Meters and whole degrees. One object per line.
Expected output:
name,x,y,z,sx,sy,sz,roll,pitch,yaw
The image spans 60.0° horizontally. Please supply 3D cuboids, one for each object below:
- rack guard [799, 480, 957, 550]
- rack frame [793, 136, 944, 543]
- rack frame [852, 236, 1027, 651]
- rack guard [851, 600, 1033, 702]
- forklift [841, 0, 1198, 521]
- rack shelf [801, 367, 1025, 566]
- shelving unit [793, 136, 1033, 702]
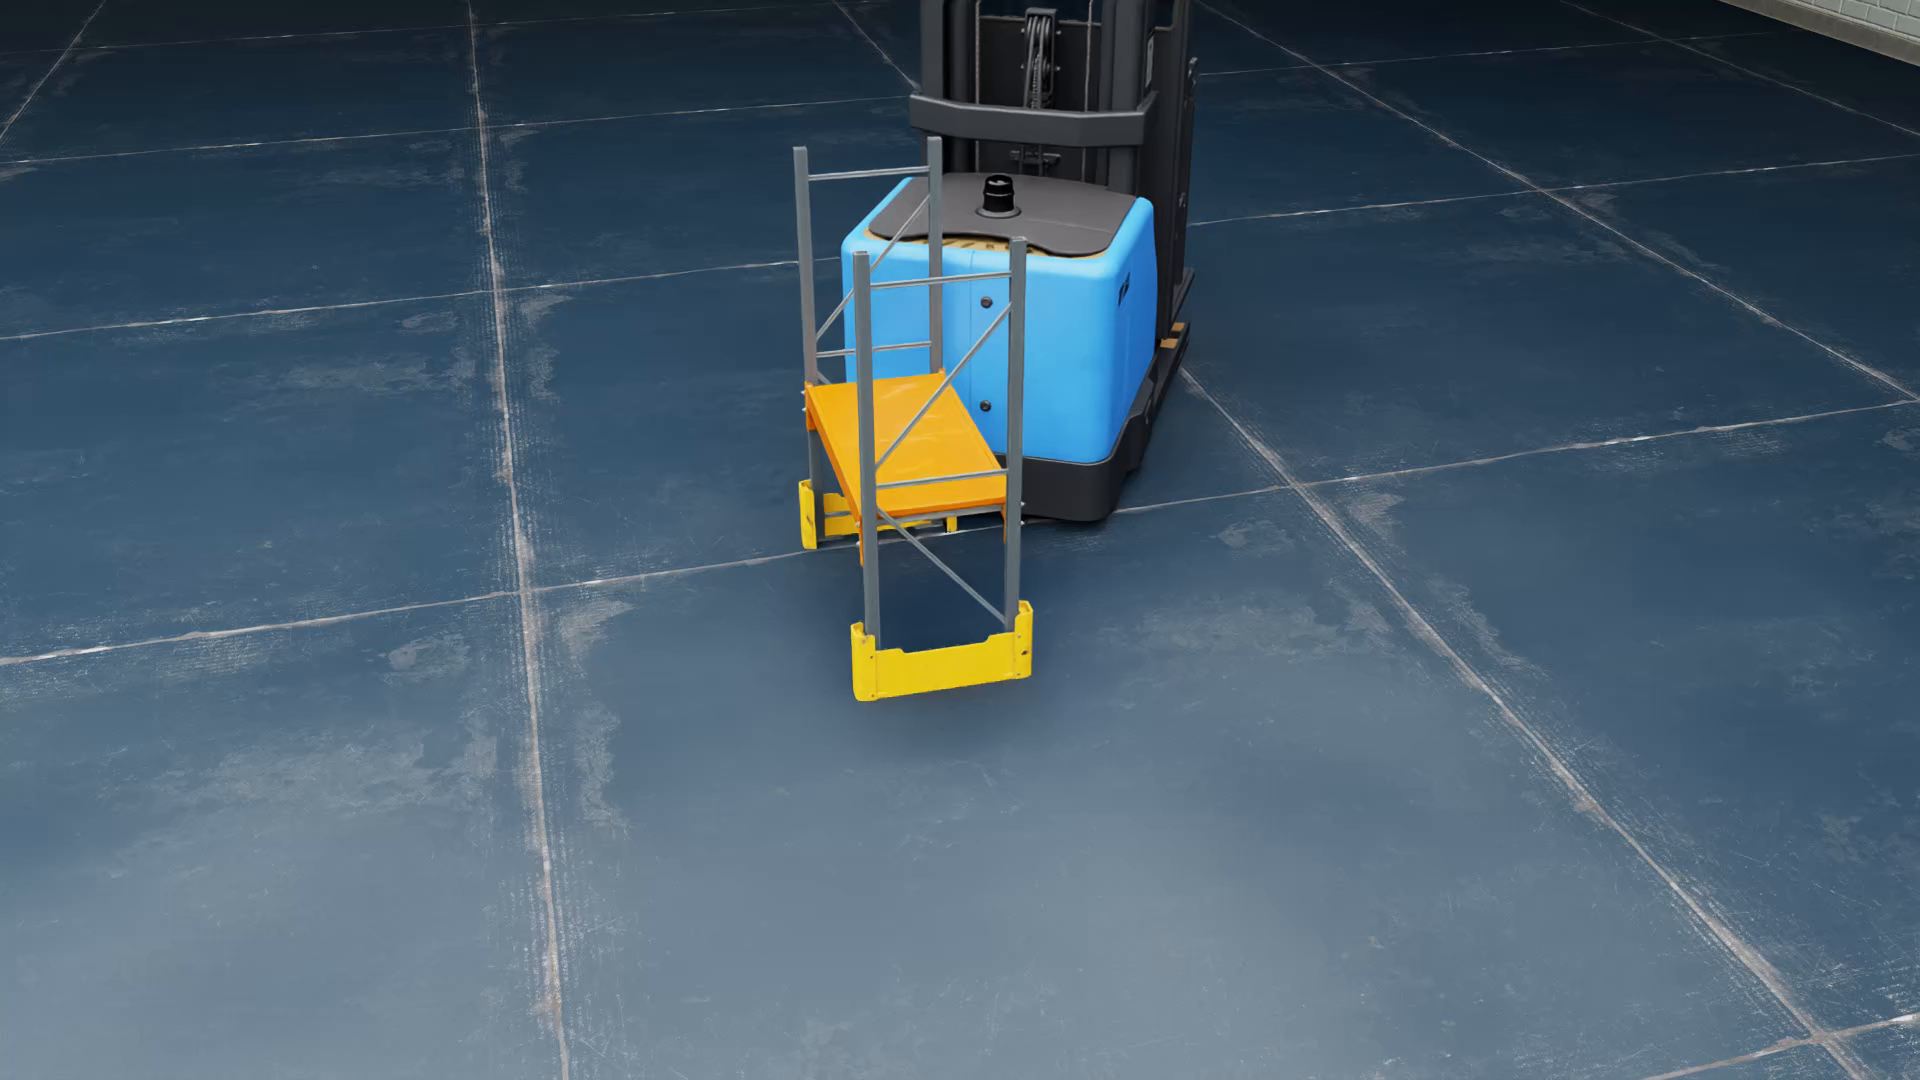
rack guard,-0.302,-0.125,6.216,0.587,0.250,0.087,-7,31,-12
rack frame,-0.306,-0.675,5.919,0.500,1.500,0.032,-7,31,-12
rack frame,-0.055,-0.182,5.066,0.500,1.500,0.032,-7,31,-12
rack guard,-0.056,0.359,5.381,0.587,0.250,0.087,-7,31,-12
forklift,0.442,-2.063,6.889,1.130,2.935,3.031,8,31,13
rack shelf,-0.181,-0.273,5.583,0.538,0.185,1.000,-7,31,-12
shelving unit,-0.179,-0.424,5.485,0.587,1.500,1.083,-7,31,-12
